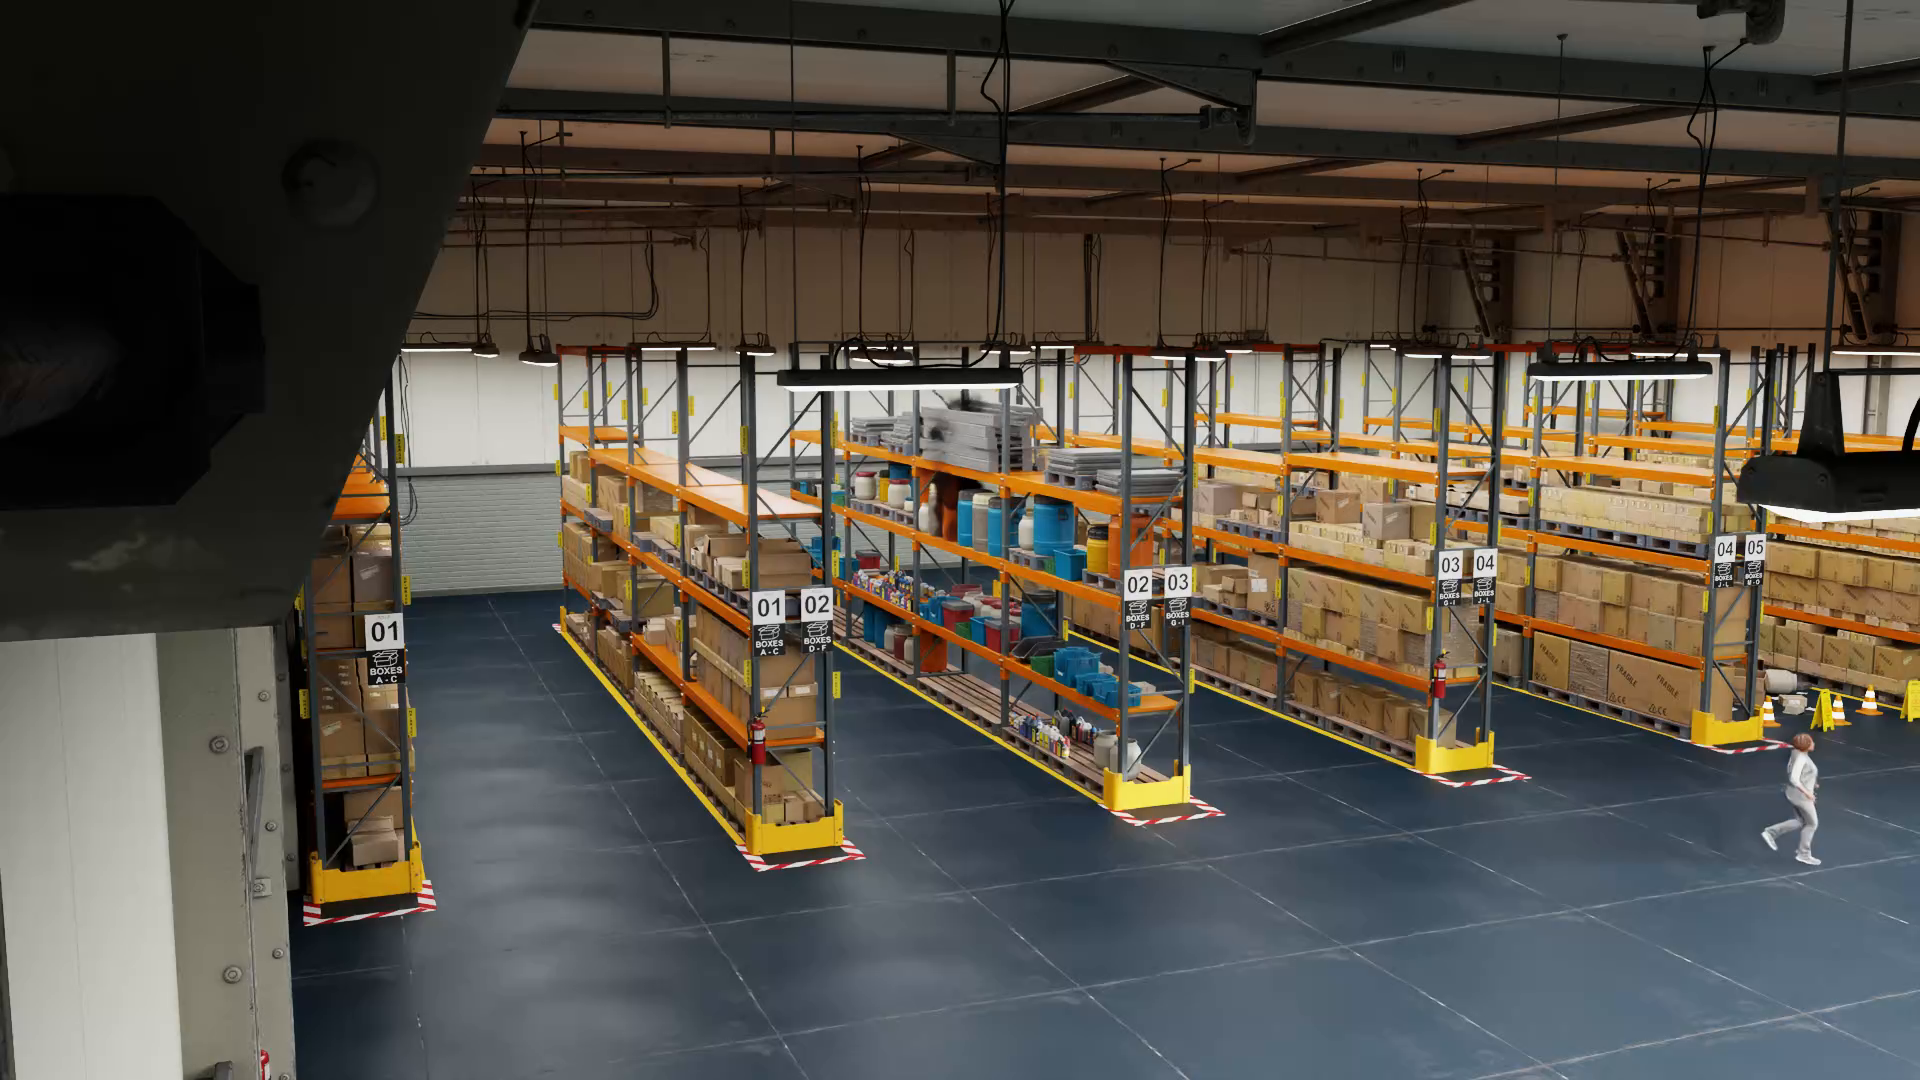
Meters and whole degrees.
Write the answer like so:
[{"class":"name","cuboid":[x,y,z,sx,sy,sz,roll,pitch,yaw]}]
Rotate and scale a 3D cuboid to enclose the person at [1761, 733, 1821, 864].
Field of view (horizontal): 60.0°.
[{"class":"person","cuboid":[9.913,3.071,19.761,0.669,1.569,0.534,2,7,14]}]
